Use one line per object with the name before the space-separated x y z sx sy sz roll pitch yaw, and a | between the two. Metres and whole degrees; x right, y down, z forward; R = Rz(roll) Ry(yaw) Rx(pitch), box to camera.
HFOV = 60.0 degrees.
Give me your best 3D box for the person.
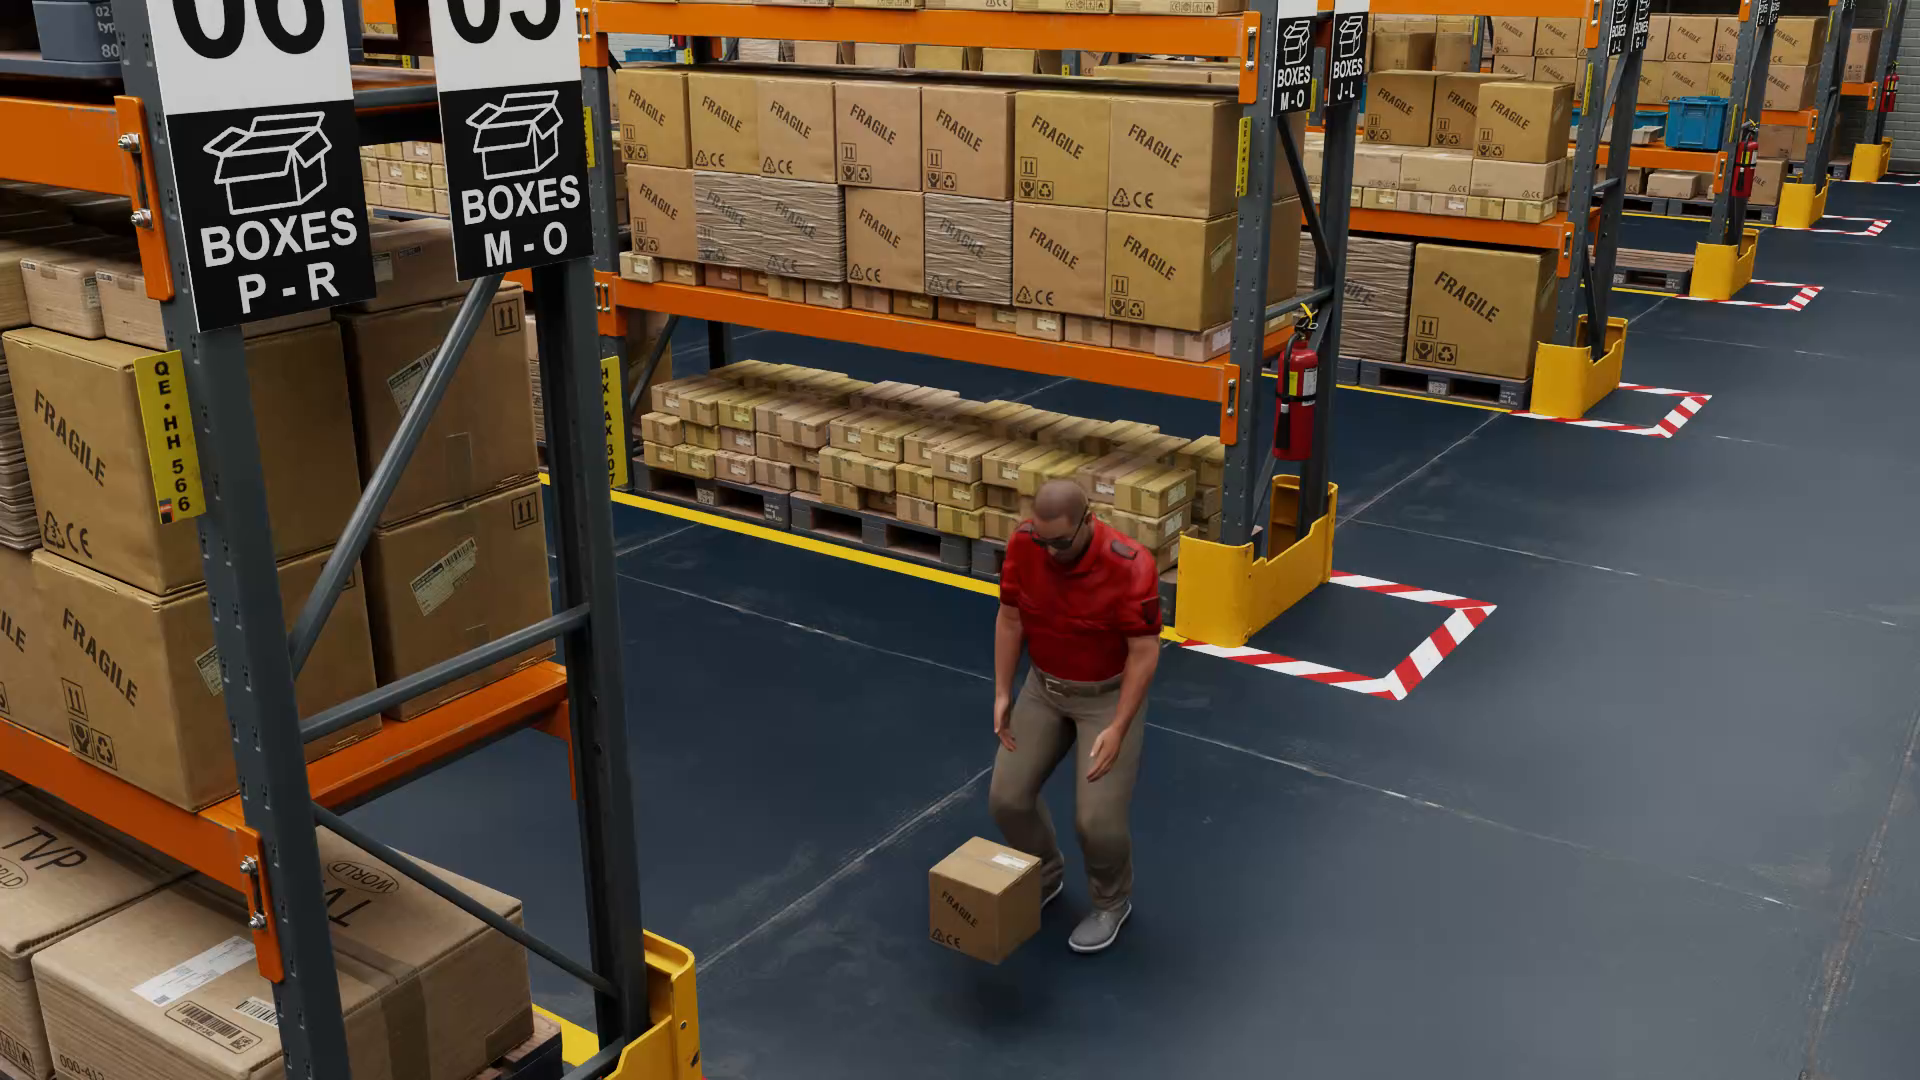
person | 0.383 0.531 5.311 0.575 1.608 0.526 13 24 33
